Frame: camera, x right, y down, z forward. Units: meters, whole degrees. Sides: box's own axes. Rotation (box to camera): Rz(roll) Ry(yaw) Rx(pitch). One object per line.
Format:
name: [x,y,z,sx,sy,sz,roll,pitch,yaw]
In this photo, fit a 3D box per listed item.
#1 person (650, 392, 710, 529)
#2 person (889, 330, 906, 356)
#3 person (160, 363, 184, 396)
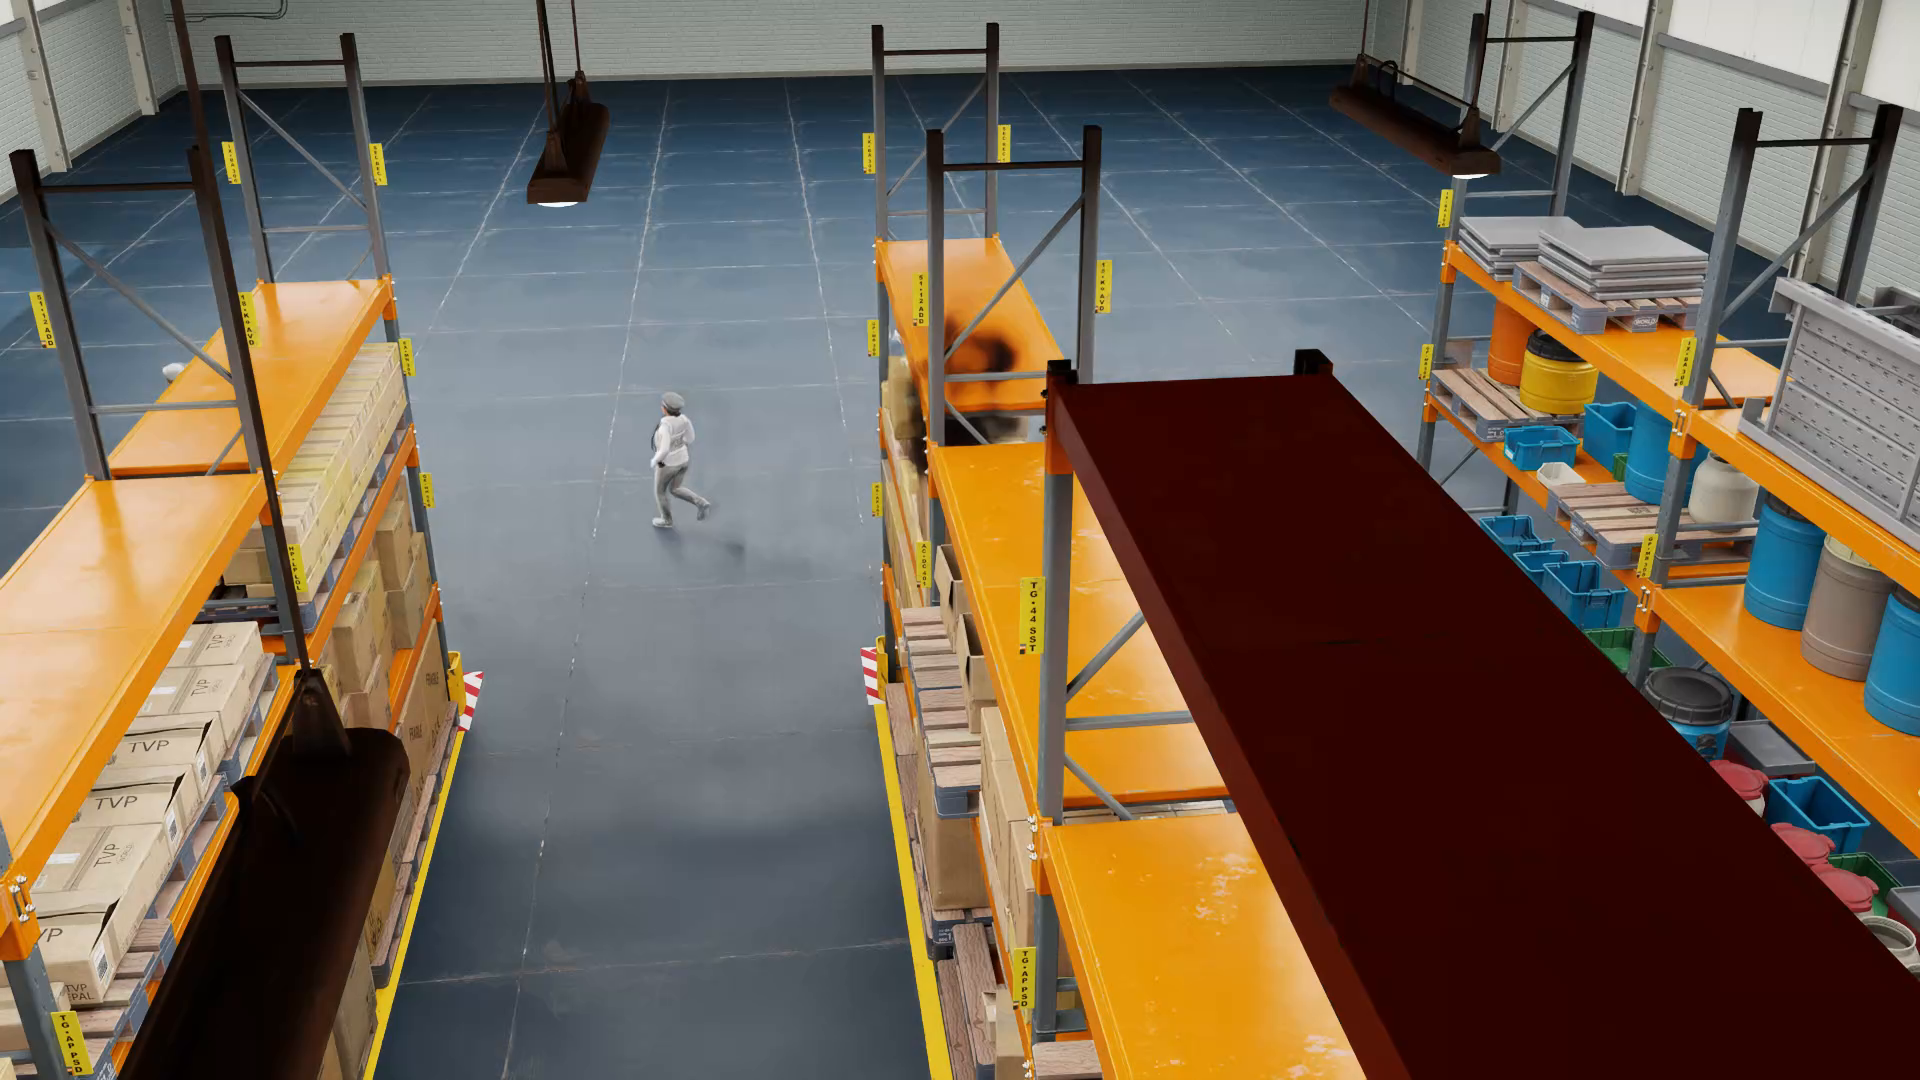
person: [-3.168,-0.843,18.374,0.773,1.652,0.633,15,29,28]
person: [-0.610,-2.457,21.581,0.650,1.742,0.646,5,26,10]
person: [-8.832,-1.205,19.027,0.599,1.733,0.675,16,30,30]
